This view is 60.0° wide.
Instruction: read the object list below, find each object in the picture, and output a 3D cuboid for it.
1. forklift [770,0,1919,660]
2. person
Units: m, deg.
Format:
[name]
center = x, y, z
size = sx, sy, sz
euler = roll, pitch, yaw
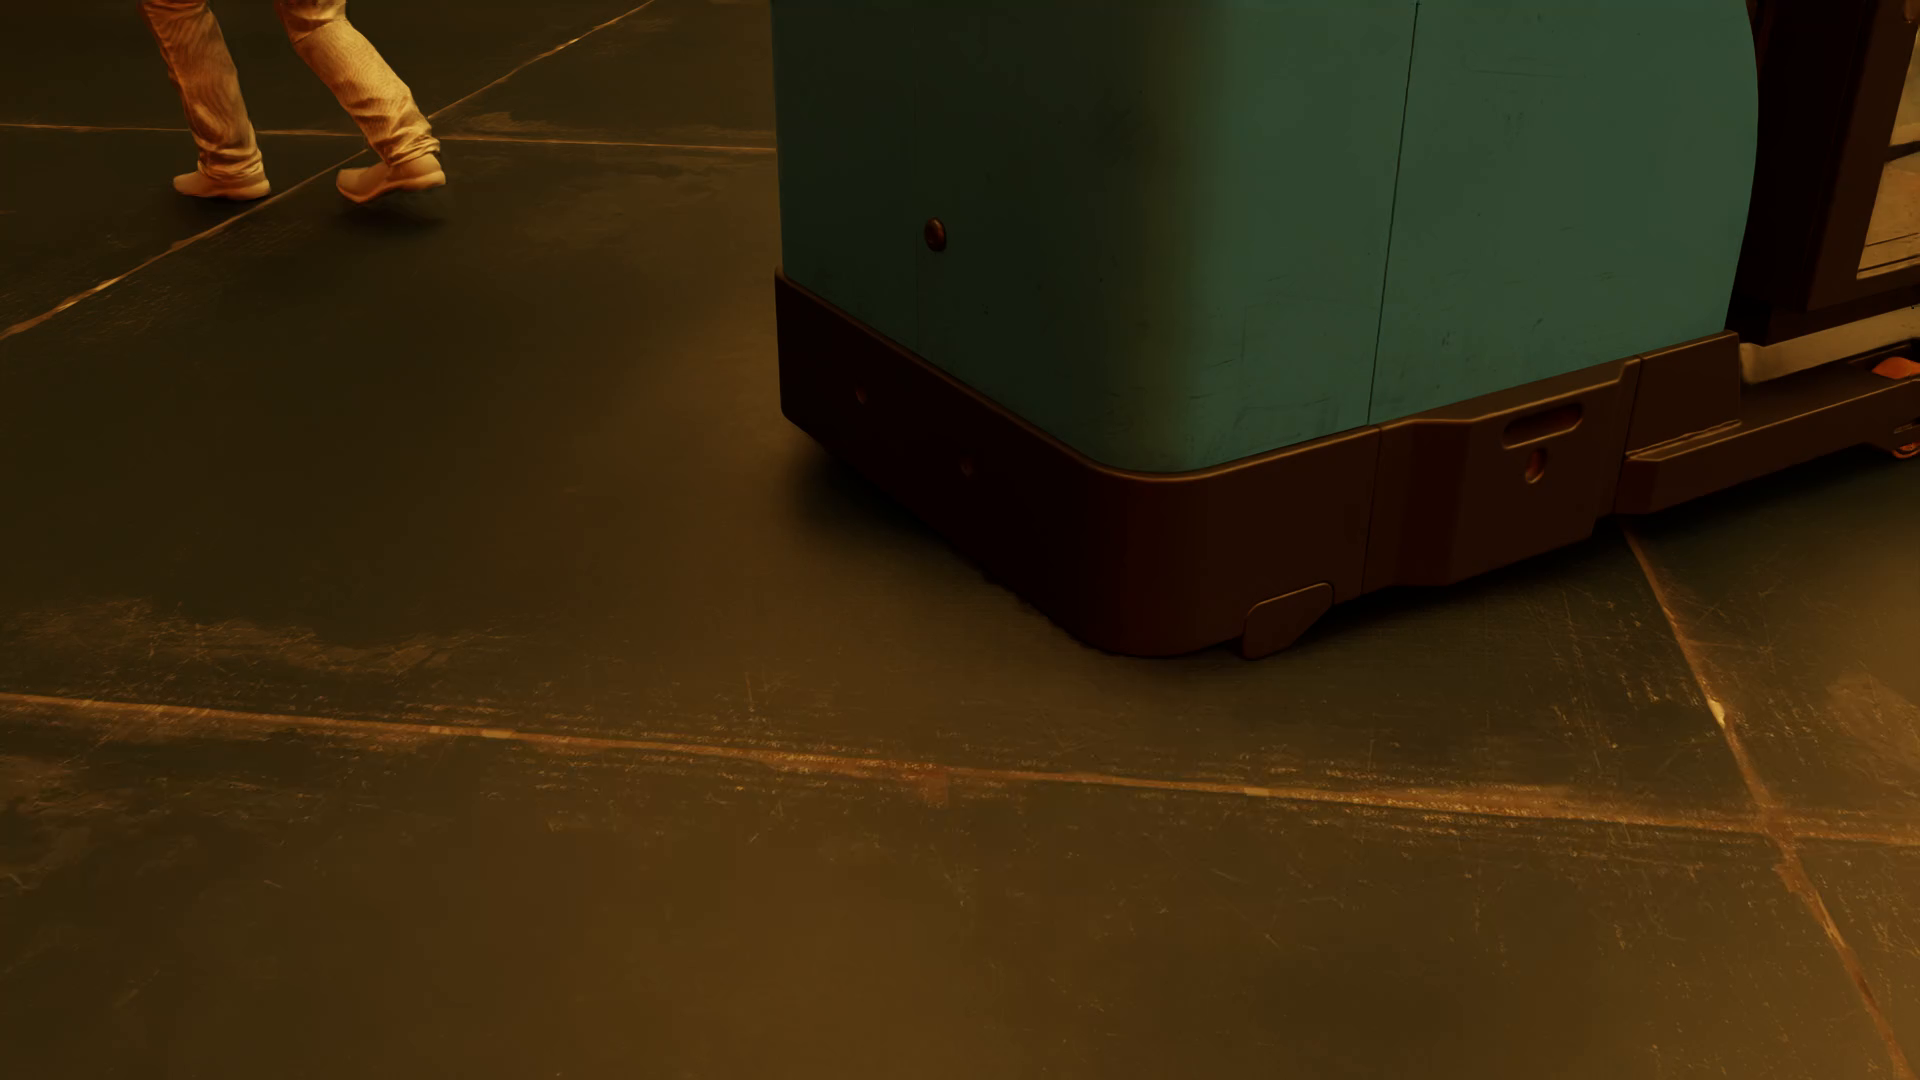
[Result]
[forklift]
center = 1.230, -1.633, 2.491
size = 3.031, 2.935, 1.130
euler = -15, 30, -27
[person]
center = -1.635, -1.576, 3.802
size = 0.944, 1.698, 0.583
euler = 12, 29, 22
